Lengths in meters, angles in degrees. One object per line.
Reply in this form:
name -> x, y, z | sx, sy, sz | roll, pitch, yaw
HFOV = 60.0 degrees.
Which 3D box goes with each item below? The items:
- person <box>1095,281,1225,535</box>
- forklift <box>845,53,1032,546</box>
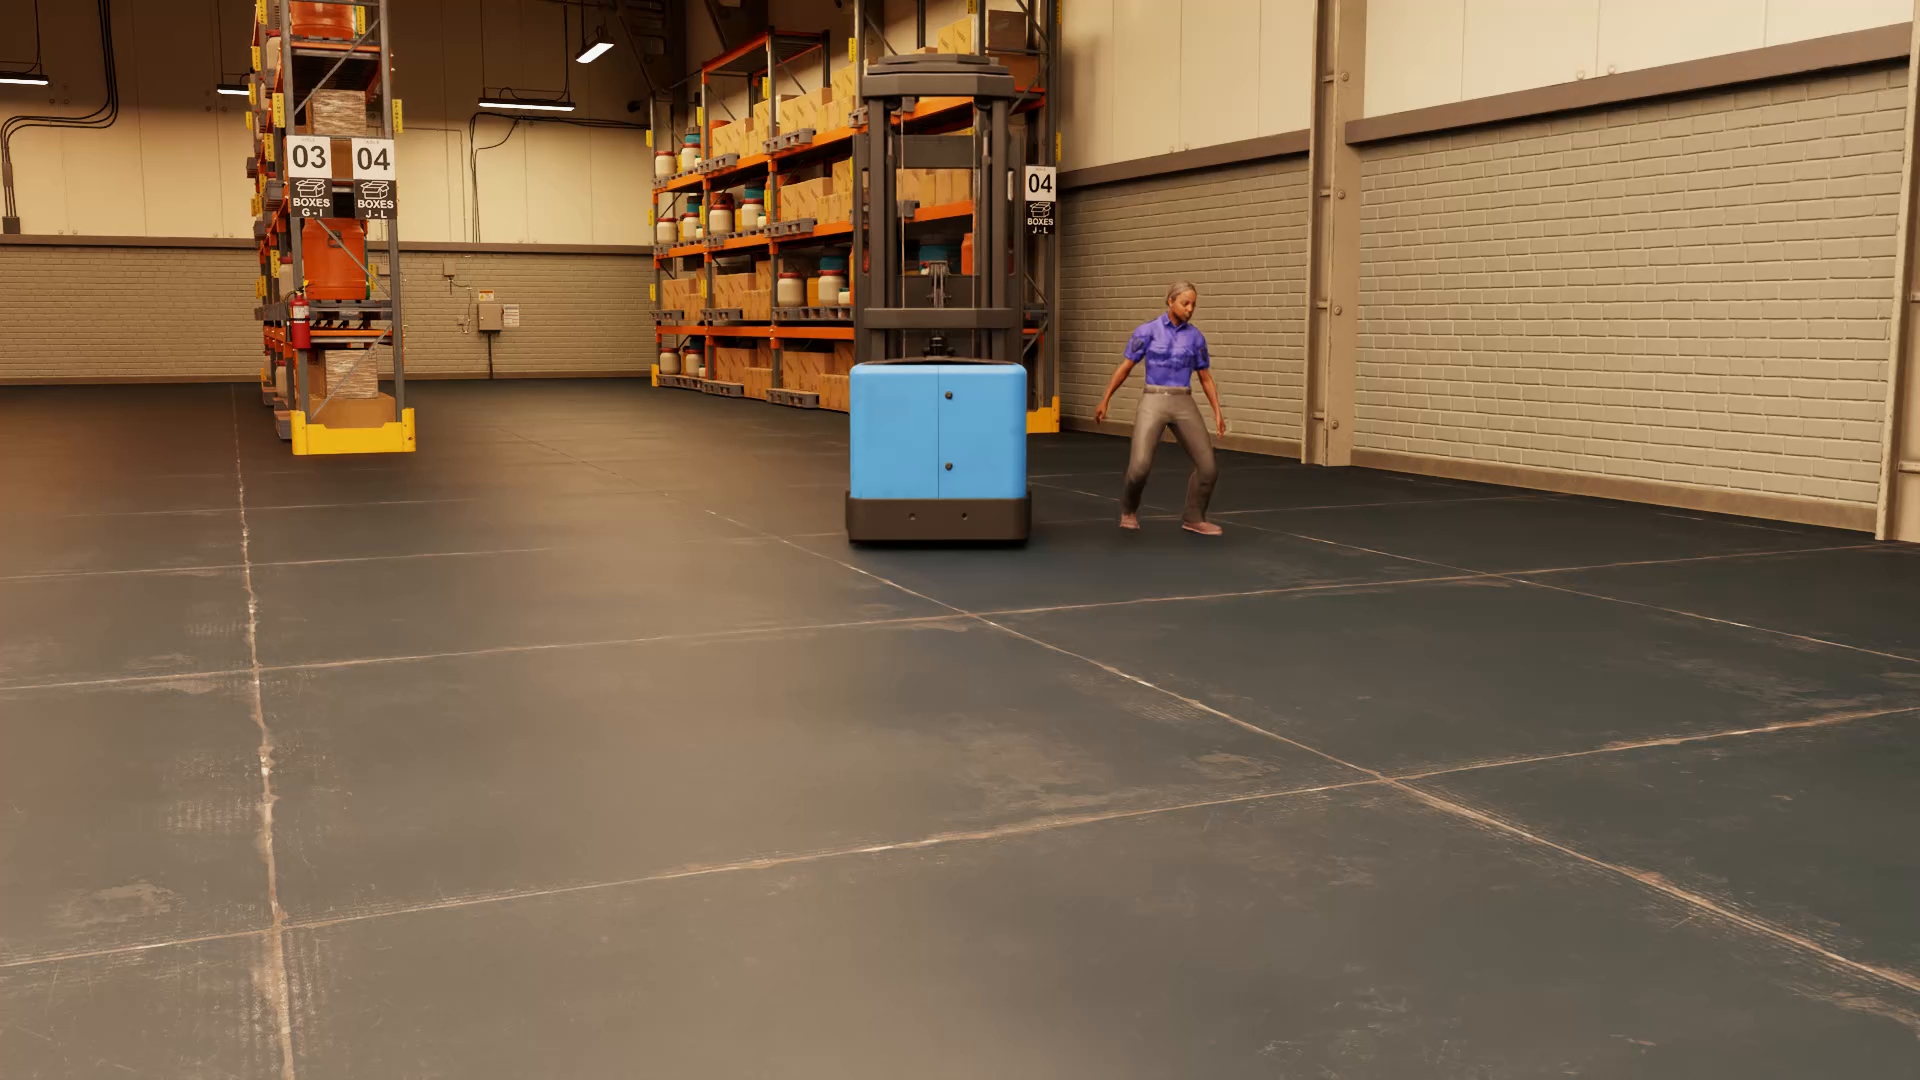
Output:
person -> 1.248, -0.815, 10.356 | 0.798, 1.581, 0.468 | -1, 8, -5
forklift -> -0.142, -1.579, 10.916 | 1.130, 2.935, 3.031 | 0, 8, -1
